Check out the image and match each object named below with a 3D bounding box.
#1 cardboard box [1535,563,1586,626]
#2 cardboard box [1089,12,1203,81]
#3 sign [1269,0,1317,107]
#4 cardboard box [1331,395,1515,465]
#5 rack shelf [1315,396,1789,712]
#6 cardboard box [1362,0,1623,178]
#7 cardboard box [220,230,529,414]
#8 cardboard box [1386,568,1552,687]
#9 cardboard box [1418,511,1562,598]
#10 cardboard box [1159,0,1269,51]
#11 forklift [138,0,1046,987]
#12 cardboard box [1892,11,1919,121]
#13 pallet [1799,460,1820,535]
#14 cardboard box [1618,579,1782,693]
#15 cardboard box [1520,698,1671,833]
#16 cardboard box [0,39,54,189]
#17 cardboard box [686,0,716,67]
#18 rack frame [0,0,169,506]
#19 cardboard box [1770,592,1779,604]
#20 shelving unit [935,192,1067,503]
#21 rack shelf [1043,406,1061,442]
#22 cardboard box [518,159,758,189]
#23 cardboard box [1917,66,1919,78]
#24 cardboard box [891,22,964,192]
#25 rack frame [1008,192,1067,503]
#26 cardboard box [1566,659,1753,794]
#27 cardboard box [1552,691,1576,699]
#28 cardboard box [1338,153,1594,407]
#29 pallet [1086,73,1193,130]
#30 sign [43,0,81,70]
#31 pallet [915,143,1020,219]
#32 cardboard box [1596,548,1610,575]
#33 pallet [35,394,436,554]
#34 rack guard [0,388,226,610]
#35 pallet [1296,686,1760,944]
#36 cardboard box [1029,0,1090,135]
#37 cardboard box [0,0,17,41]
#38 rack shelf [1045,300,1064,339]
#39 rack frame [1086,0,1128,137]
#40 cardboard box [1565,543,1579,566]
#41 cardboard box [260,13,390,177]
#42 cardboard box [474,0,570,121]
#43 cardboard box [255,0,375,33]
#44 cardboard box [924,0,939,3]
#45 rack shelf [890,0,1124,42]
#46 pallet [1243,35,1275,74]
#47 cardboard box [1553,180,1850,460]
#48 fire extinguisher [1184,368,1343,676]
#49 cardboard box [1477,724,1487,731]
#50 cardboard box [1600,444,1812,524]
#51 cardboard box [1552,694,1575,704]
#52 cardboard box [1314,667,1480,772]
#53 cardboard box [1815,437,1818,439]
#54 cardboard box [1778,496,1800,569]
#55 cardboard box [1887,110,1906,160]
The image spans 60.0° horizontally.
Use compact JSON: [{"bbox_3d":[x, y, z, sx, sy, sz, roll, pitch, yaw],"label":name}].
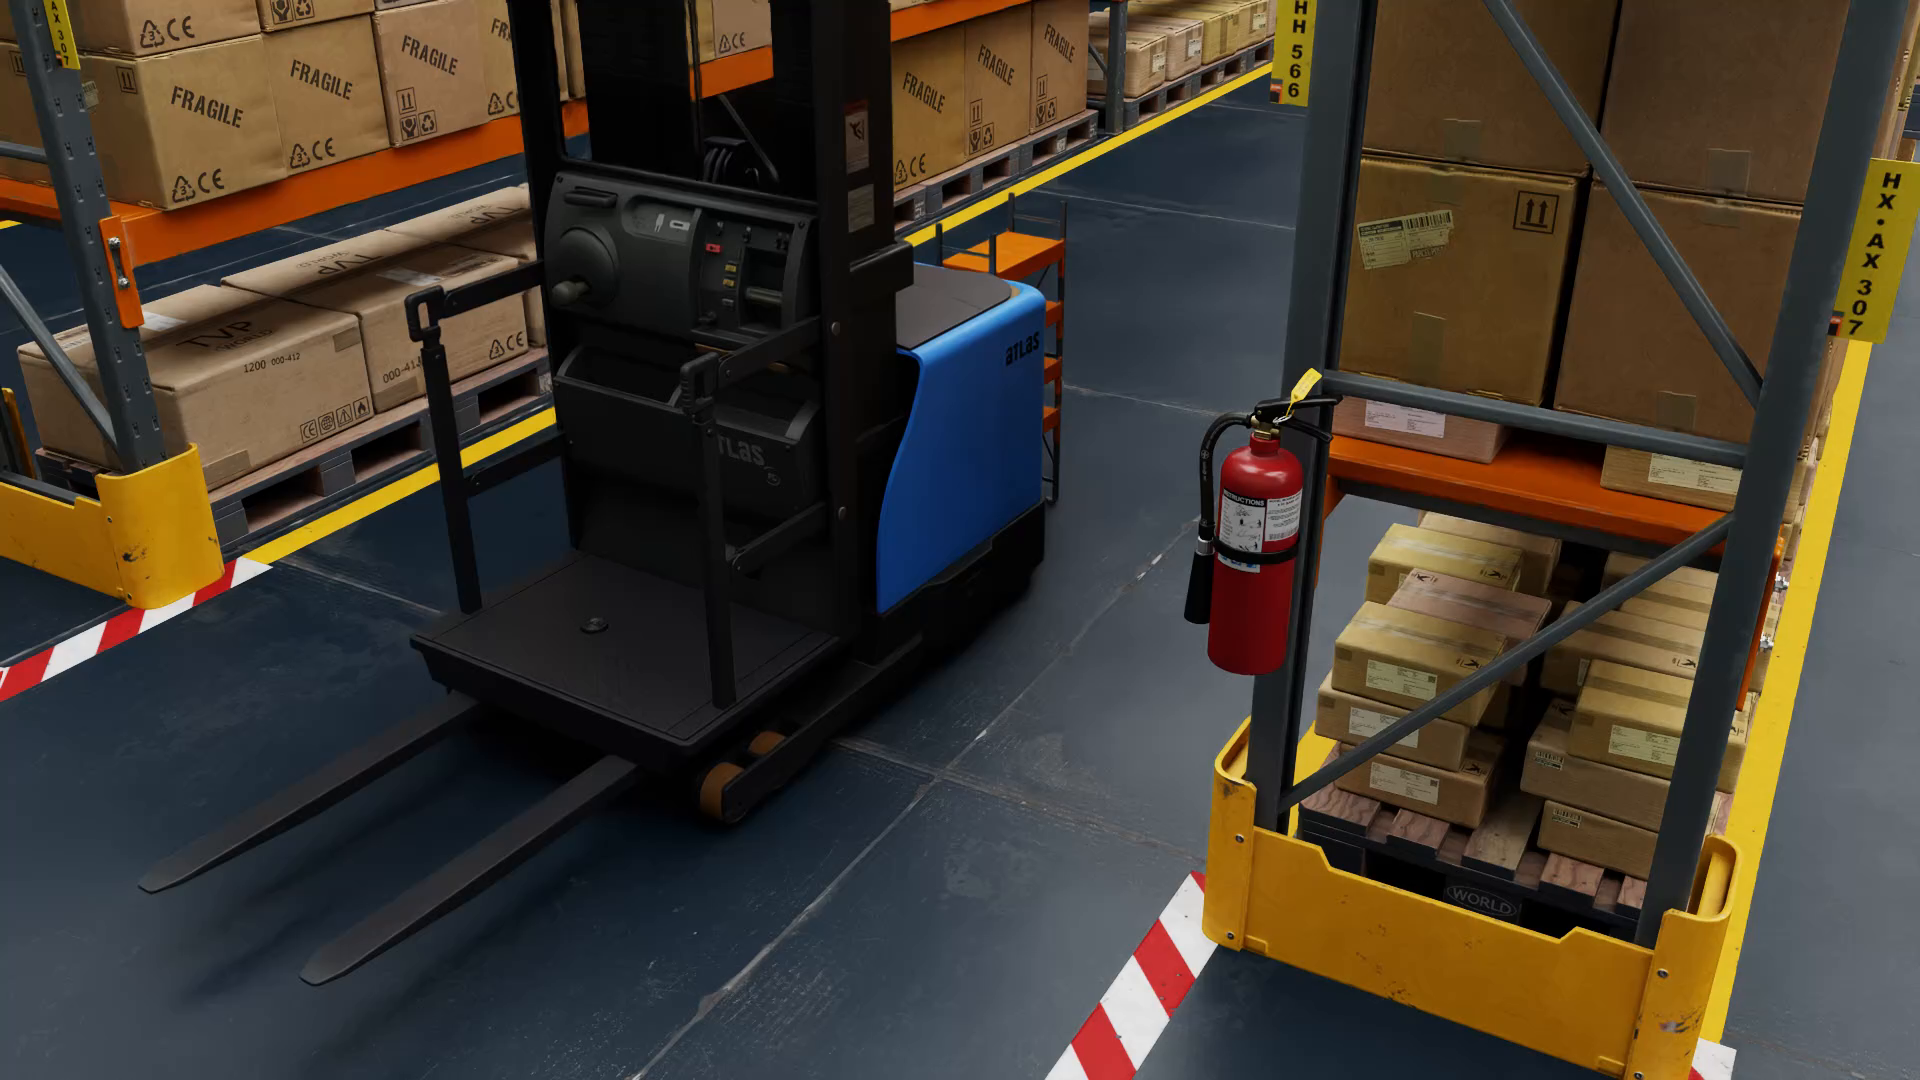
[{"bbox_3d":[1.638,0.158,4.967,0.380,0.149,0.250,14,30,25],"label":"cardboard box"},{"bbox_3d":[1.370,-3.931,13.218,0.950,0.372,0.625,14,30,25],"label":"cardboard box"},{"bbox_3d":[0.678,-1.032,3.313,0.100,0.325,0.005,14,30,26],"label":"sign"},{"bbox_3d":[1.066,-0.319,3.818,0.380,0.149,0.250,14,30,26],"label":"cardboard box"},{"bbox_3d":[2.135,-0.700,5.102,1.077,0.370,4.000,14,30,26],"label":"rack shelf"},{"bbox_3d":[1.160,-1.100,3.536,0.500,0.500,0.500,14,30,25],"label":"cardboard box"},{"bbox_3d":[-2.527,-0.973,7.236,0.875,0.438,0.875,15,30,27],"label":"cardboard box"},{"bbox_3d":[1.365,0.231,4.488,0.380,0.149,0.250,15,30,27],"label":"cardboard box"},{"bbox_3d":[1.564,0.015,4.920,0.380,0.149,0.250,13,29,24],"label":"cardboard box"},{"bbox_3d":[2.089,-4.497,14.348,0.950,0.372,0.625,16,31,29],"label":"cardboard box"},{"bbox_3d":[-0.917,-0.758,4.490,1.130,2.935,3.031,16,31,29],"label":"forklift"},{"bbox_3d":[1.846,-1.182,3.699,0.500,0.500,0.500,15,30,28],"label":"cardboard box"},{"bbox_3d":[2.820,-0.285,6.583,1.003,0.211,1.213,14,30,26],"label":"pallet"},{"bbox_3d":[1.971,0.245,4.460,0.380,0.149,0.250,14,30,26],"label":"cardboard box"},{"bbox_3d":[1.633,0.564,4.156,0.380,0.149,0.250,16,31,28],"label":"cardboard box"},{"bbox_3d":[-3.201,-1.584,5.952,0.500,0.500,0.500,14,30,26],"label":"cardboard box"},{"bbox_3d":[-1.494,-2.458,7.698,0.500,0.500,0.500,13,30,25],"label":"cardboard box"},{"bbox_3d":[-3.208,-1.293,5.482,1.000,3.000,0.127,14,30,26],"label":"rack frame"},{"bbox_3d":[2.323,0.219,5.178,0.380,0.149,0.250,13,29,24],"label":"cardboard box"},{"bbox_3d":[0.151,-0.623,6.155,0.258,1.200,0.503,16,31,29],"label":"shelving unit"},{"bbox_3d":[0.151,-0.386,6.274,0.258,0.148,0.480,16,31,29],"label":"rack shelf"},{"bbox_3d":[-1.643,-1.673,8.634,0.875,0.438,0.875,14,30,25],"label":"cardboard box"},{"bbox_3d":[3.713,-1.929,6.564,0.380,0.149,0.250,13,29,24],"label":"cardboard box"},{"bbox_3d":[-0.567,-2.703,10.203,0.875,0.875,0.875,15,30,28],"label":"cardboard box"},{"bbox_3d":[0.283,-0.715,6.339,0.240,1.200,0.015,16,31,29],"label":"rack frame"},{"bbox_3d":[1.705,0.449,4.053,0.380,0.149,0.250,13,29,24],"label":"cardboard box"},{"bbox_3d":[1.860,0.355,4.574,0.380,0.149,0.250,15,30,27],"label":"cardboard box"},{"bbox_3d":[1.148,-0.652,3.758,0.500,0.500,0.500,15,30,27],"label":"cardboard box"},{"bbox_3d":[1.113,-3.468,12.942,1.003,0.211,1.213,14,30,26],"label":"pallet"},{"bbox_3d":[-2.728,-1.591,5.022,0.100,0.325,0.005,14,30,26],"label":"sign"},{"bbox_3d":[-0.327,-2.400,10.808,1.003,0.211,1.213,14,30,26],"label":"pallet"},{"bbox_3d":[2.226,0.039,5.204,0.380,0.149,0.250,16,31,29],"label":"cardboard box"},{"bbox_3d":[-2.883,-0.375,6.763,1.003,0.211,1.213,14,30,26],"label":"pallet"},{"bbox_3d":[-3.220,-0.166,6.023,1.175,0.500,0.348,14,30,26],"label":"rack guard"},{"bbox_3d":[1.619,0.666,4.684,1.003,0.211,1.213,14,30,26],"label":"pallet"},{"bbox_3d":[0.315,-3.398,11.591,0.875,0.875,0.875,14,30,26],"label":"cardboard box"},{"bbox_3d":[-3.178,-2.025,5.716,0.500,0.500,0.500,15,30,28],"label":"cardboard box"},{"bbox_3d":[0.151,-0.763,6.085,0.258,0.148,0.480,16,31,29],"label":"rack shelf"},{"bbox_3d":[0.728,-4.411,11.711,1.000,3.000,0.127,14,30,26],"label":"rack frame"},{"bbox_3d":[1.805,0.073,5.470,0.380,0.149,0.250,15,30,27],"label":"cardboard box"},{"bbox_3d":[-2.497,-1.665,6.113,0.500,0.500,0.500,14,30,25],"label":"cardboard box"},{"bbox_3d":[-2.000,-2.058,6.899,0.500,0.500,0.500,15,30,28],"label":"cardboard box"},{"bbox_3d":[-2.476,-2.112,5.890,0.500,0.500,0.500,13,30,25],"label":"cardboard box"},{"bbox_3d":[-0.275,-3.297,9.652,0.500,0.250,0.500,14,30,26],"label":"cardboard box"},{"bbox_3d":[-0.256,-3.310,10.315,1.077,0.370,4.000,14,30,26],"label":"rack shelf"},{"bbox_3d":[2.314,-4.419,14.842,1.003,0.211,1.213,14,30,26],"label":"pallet"},{"bbox_3d":[1.613,-0.534,3.522,0.500,0.500,0.500,16,31,28],"label":"cardboard box"},{"bbox_3d":[0.626,-0.045,3.491,0.296,0.674,0.183,14,30,26],"label":"fire extinguisher"},{"bbox_3d":[1.267,0.471,4.674,0.380,0.149,0.250,15,30,28],"label":"cardboard box"},{"bbox_3d":[1.596,-0.184,3.548,0.380,0.149,0.250,14,30,26],"label":"cardboard box"},{"bbox_3d":[1.861,0.493,4.631,0.380,0.149,0.250,15,30,27],"label":"cardboard box"},{"bbox_3d":[1.163,0.443,4.397,0.380,0.149,0.250,13,30,25],"label":"cardboard box"},{"bbox_3d":[2.715,-0.368,5.685,0.380,0.149,0.250,13,29,24],"label":"cardboard box"},{"bbox_3d":[2.335,-0.068,5.086,0.380,0.149,0.250,15,30,27],"label":"cardboard box"},{"bbox_3d":[2.625,-1.333,5.117,0.500,0.500,0.500,14,30,26],"label":"cardboard box"}]
